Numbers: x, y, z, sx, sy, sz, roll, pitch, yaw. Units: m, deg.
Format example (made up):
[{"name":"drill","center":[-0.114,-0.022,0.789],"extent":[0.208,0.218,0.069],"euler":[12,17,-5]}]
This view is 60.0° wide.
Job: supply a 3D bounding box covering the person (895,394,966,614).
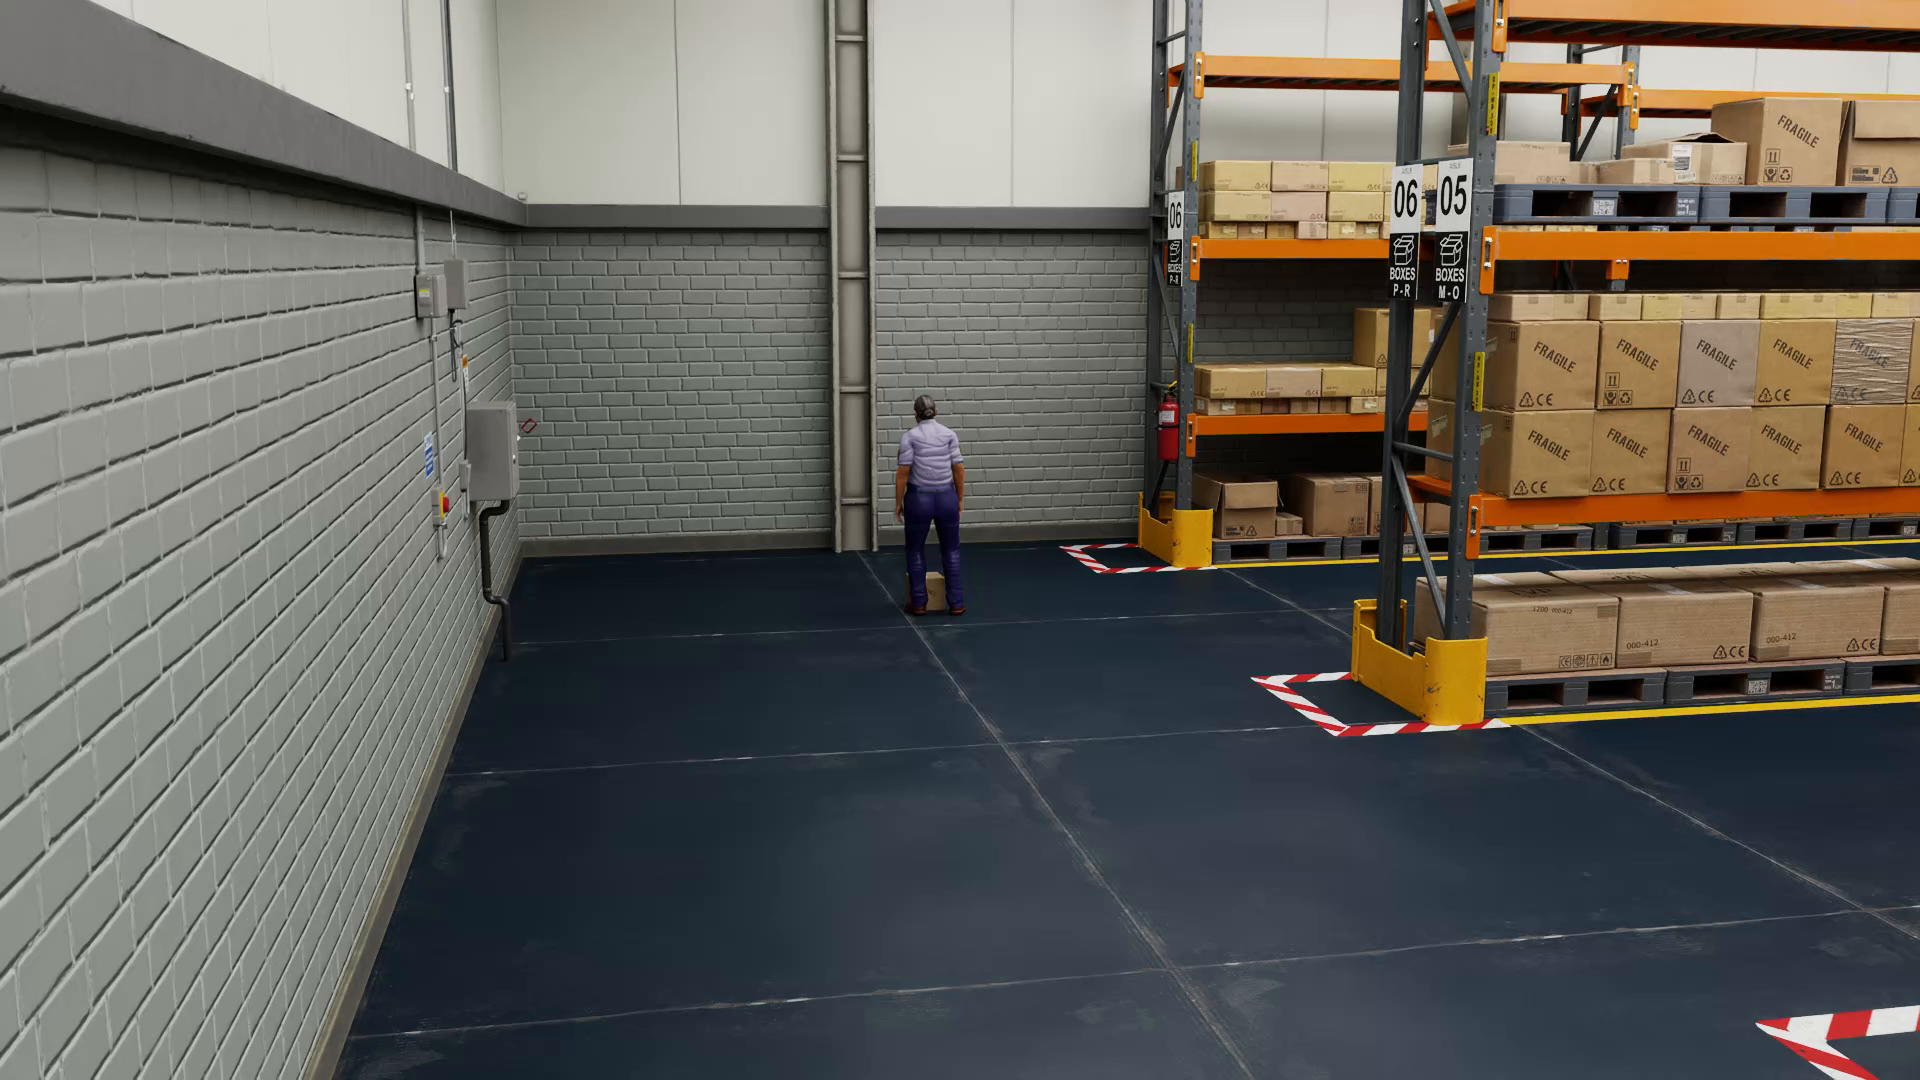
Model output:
[{"name":"person","center":[-0.217,-0.261,12.437],"extent":[0.564,1.652,0.422],"euler":[-2,10,-14]}]
